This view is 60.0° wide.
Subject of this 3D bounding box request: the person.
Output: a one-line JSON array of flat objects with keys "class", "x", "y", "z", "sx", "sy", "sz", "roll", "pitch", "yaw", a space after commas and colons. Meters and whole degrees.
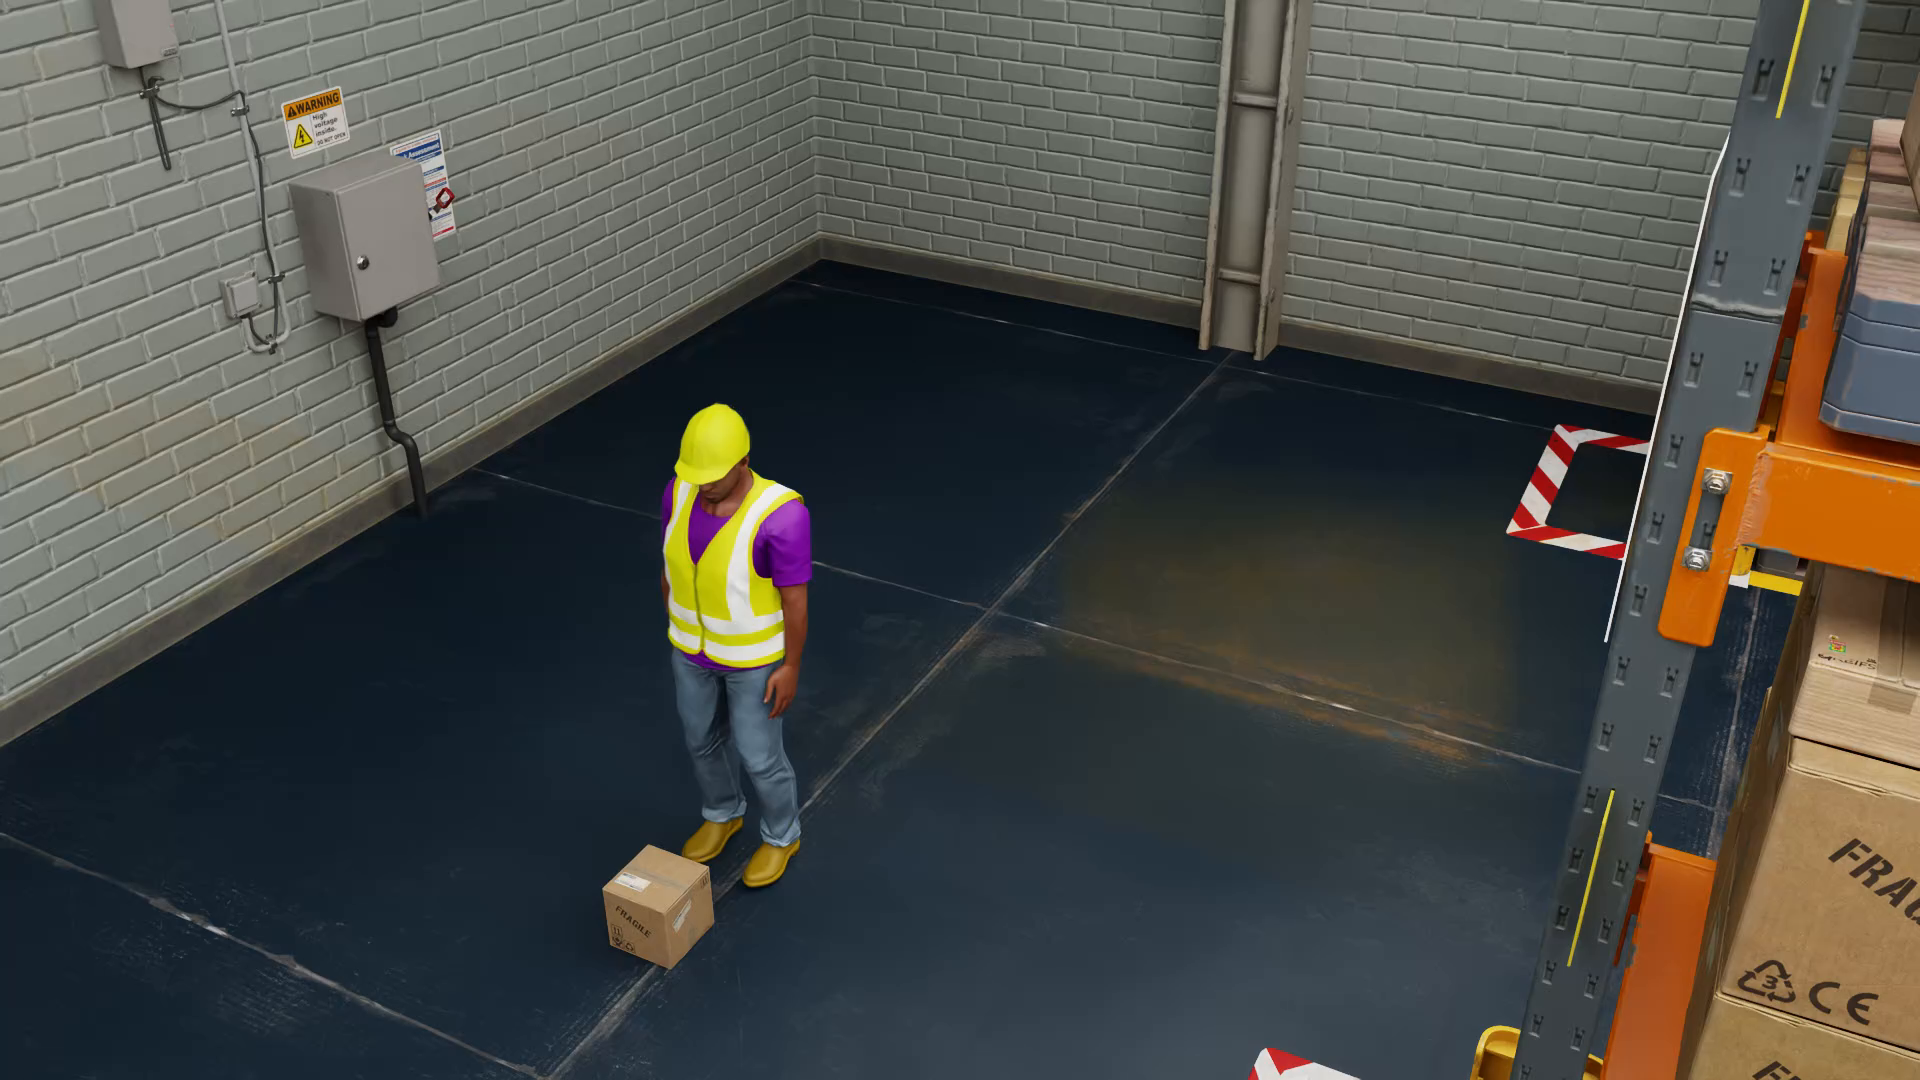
[{"class": "person", "x": -0.744, "y": 0.352, "z": 5.500, "sx": 0.568, "sy": 1.760, "sz": 0.367, "roll": 15, "pitch": 33, "yaw": 24}]
